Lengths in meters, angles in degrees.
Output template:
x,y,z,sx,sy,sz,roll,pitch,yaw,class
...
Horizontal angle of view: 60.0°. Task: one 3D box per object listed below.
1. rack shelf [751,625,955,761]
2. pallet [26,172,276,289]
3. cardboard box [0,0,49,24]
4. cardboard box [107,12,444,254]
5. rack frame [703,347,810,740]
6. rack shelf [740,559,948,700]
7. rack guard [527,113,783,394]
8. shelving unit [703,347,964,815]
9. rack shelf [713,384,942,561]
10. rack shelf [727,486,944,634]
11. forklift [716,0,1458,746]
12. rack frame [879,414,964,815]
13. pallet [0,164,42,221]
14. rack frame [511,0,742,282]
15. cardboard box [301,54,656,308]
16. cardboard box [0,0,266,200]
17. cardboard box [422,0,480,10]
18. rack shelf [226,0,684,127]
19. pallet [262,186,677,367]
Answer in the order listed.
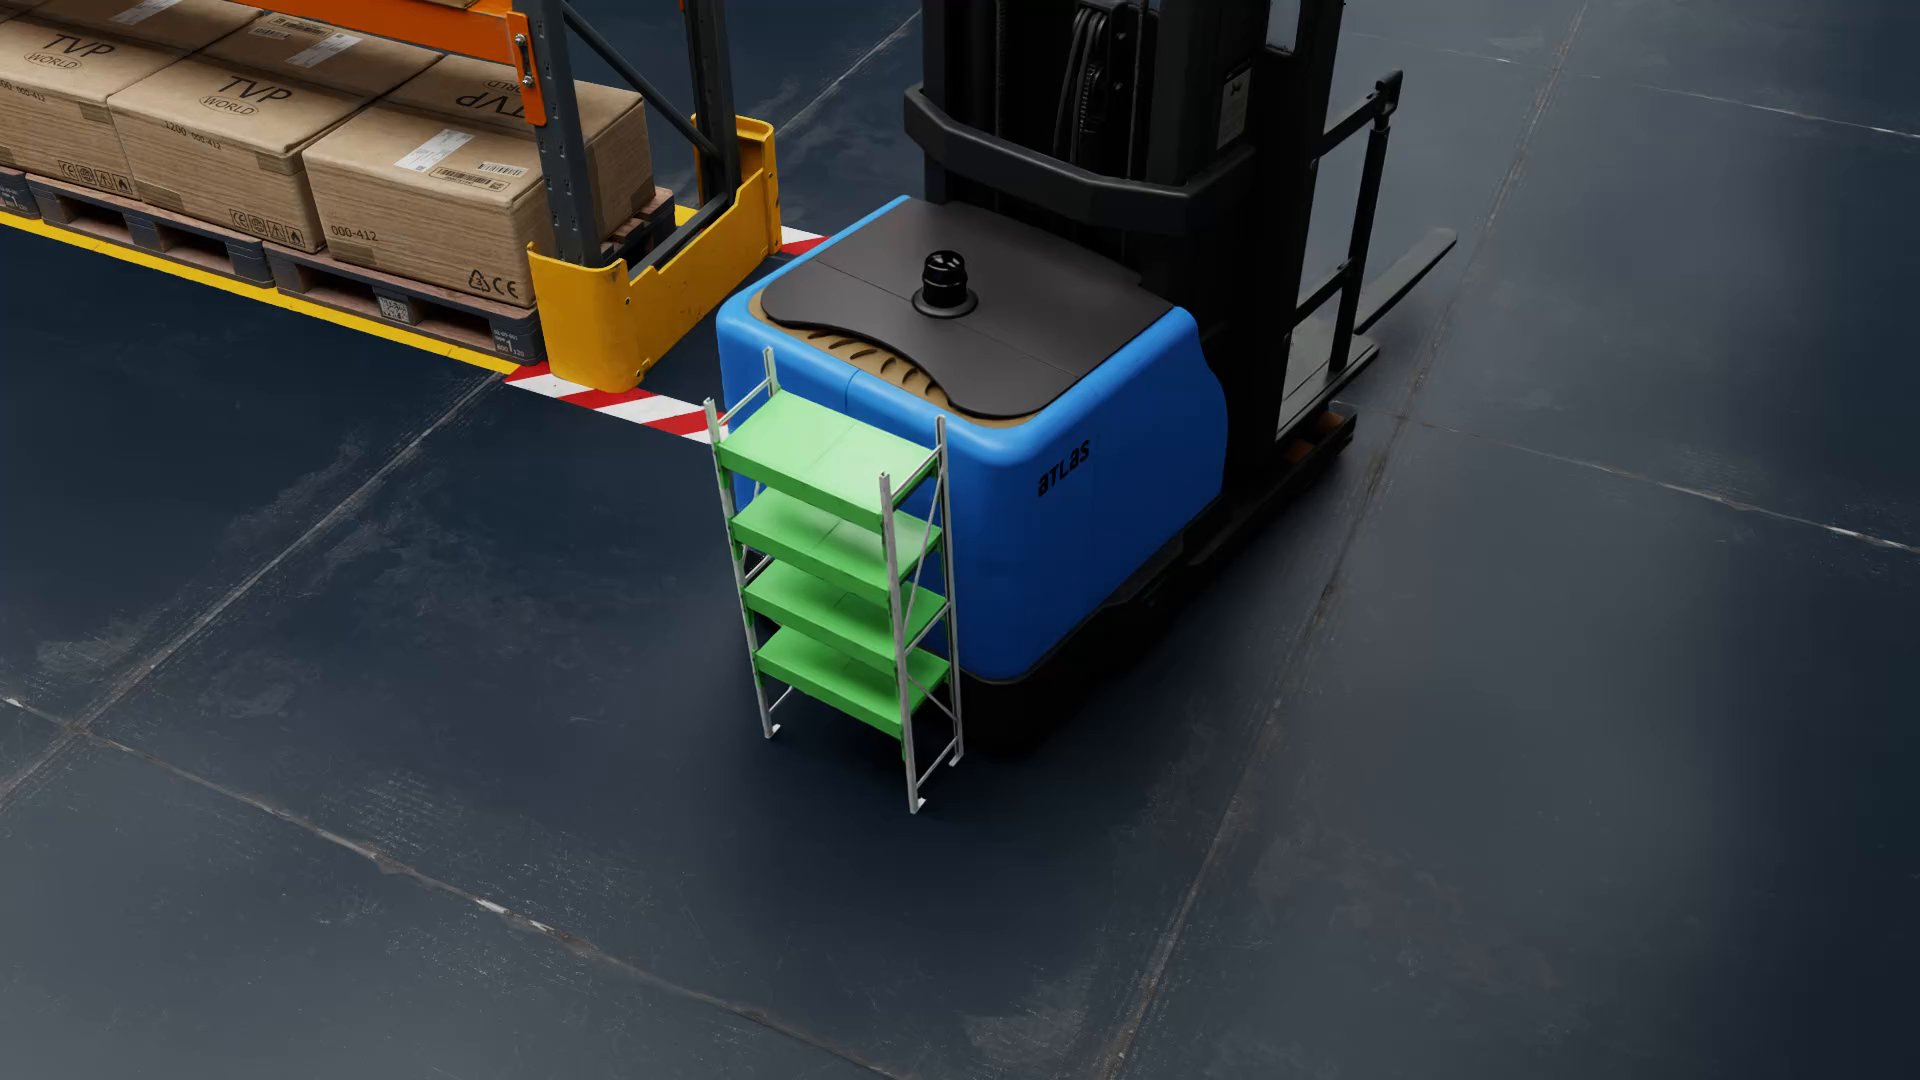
x,y,z,sx,sy,sz,roll,pitch,yaw,class
-0.276,0.354,4.376,0.480,0.148,0.258,23,50,24,rack shelf
-2.967,-1.494,6.813,1.213,0.211,1.003,17,44,19,pallet
-4.209,-2.095,7.012,0.875,0.438,0.875,16,44,18,cardboard box
-2.581,-1.597,6.437,0.875,0.438,0.875,18,44,20,cardboard box
-0.491,0.048,4.266,0.015,1.200,0.240,23,50,24,rack frame
-0.284,0.182,4.209,0.480,0.148,0.258,23,50,24,rack shelf
-1.086,-1.083,6.118,0.348,0.500,1.175,17,44,19,rack guard
-0.287,0.136,4.165,0.503,1.200,0.258,23,50,24,shelving unit
-0.302,-0.163,3.876,0.480,0.148,0.258,23,50,24,rack shelf
-0.293,0.009,4.042,0.480,0.148,0.258,23,50,24,rack shelf
0.661,-1.455,4.691,1.130,2.935,3.031,28,48,28,forklift
-0.083,0.223,4.064,0.015,1.200,0.240,23,50,24,rack frame
-4.076,-1.831,7.201,1.213,0.211,1.003,17,44,19,pallet
-1.107,-2.034,5.307,0.127,3.000,1.000,17,44,19,rack frame
-1.748,-1.348,6.151,0.875,0.438,0.875,16,43,17,cardboard box
-3.397,-1.847,6.727,0.875,0.438,0.875,16,43,17,cardboard box
-1.656,-2.048,5.247,0.500,0.500,0.500,17,44,19,cardboard box
-2.920,-2.316,6.181,4.000,0.370,1.077,17,44,19,rack shelf
-1.865,-1.155,6.422,1.213,0.211,1.003,17,44,19,pallet
